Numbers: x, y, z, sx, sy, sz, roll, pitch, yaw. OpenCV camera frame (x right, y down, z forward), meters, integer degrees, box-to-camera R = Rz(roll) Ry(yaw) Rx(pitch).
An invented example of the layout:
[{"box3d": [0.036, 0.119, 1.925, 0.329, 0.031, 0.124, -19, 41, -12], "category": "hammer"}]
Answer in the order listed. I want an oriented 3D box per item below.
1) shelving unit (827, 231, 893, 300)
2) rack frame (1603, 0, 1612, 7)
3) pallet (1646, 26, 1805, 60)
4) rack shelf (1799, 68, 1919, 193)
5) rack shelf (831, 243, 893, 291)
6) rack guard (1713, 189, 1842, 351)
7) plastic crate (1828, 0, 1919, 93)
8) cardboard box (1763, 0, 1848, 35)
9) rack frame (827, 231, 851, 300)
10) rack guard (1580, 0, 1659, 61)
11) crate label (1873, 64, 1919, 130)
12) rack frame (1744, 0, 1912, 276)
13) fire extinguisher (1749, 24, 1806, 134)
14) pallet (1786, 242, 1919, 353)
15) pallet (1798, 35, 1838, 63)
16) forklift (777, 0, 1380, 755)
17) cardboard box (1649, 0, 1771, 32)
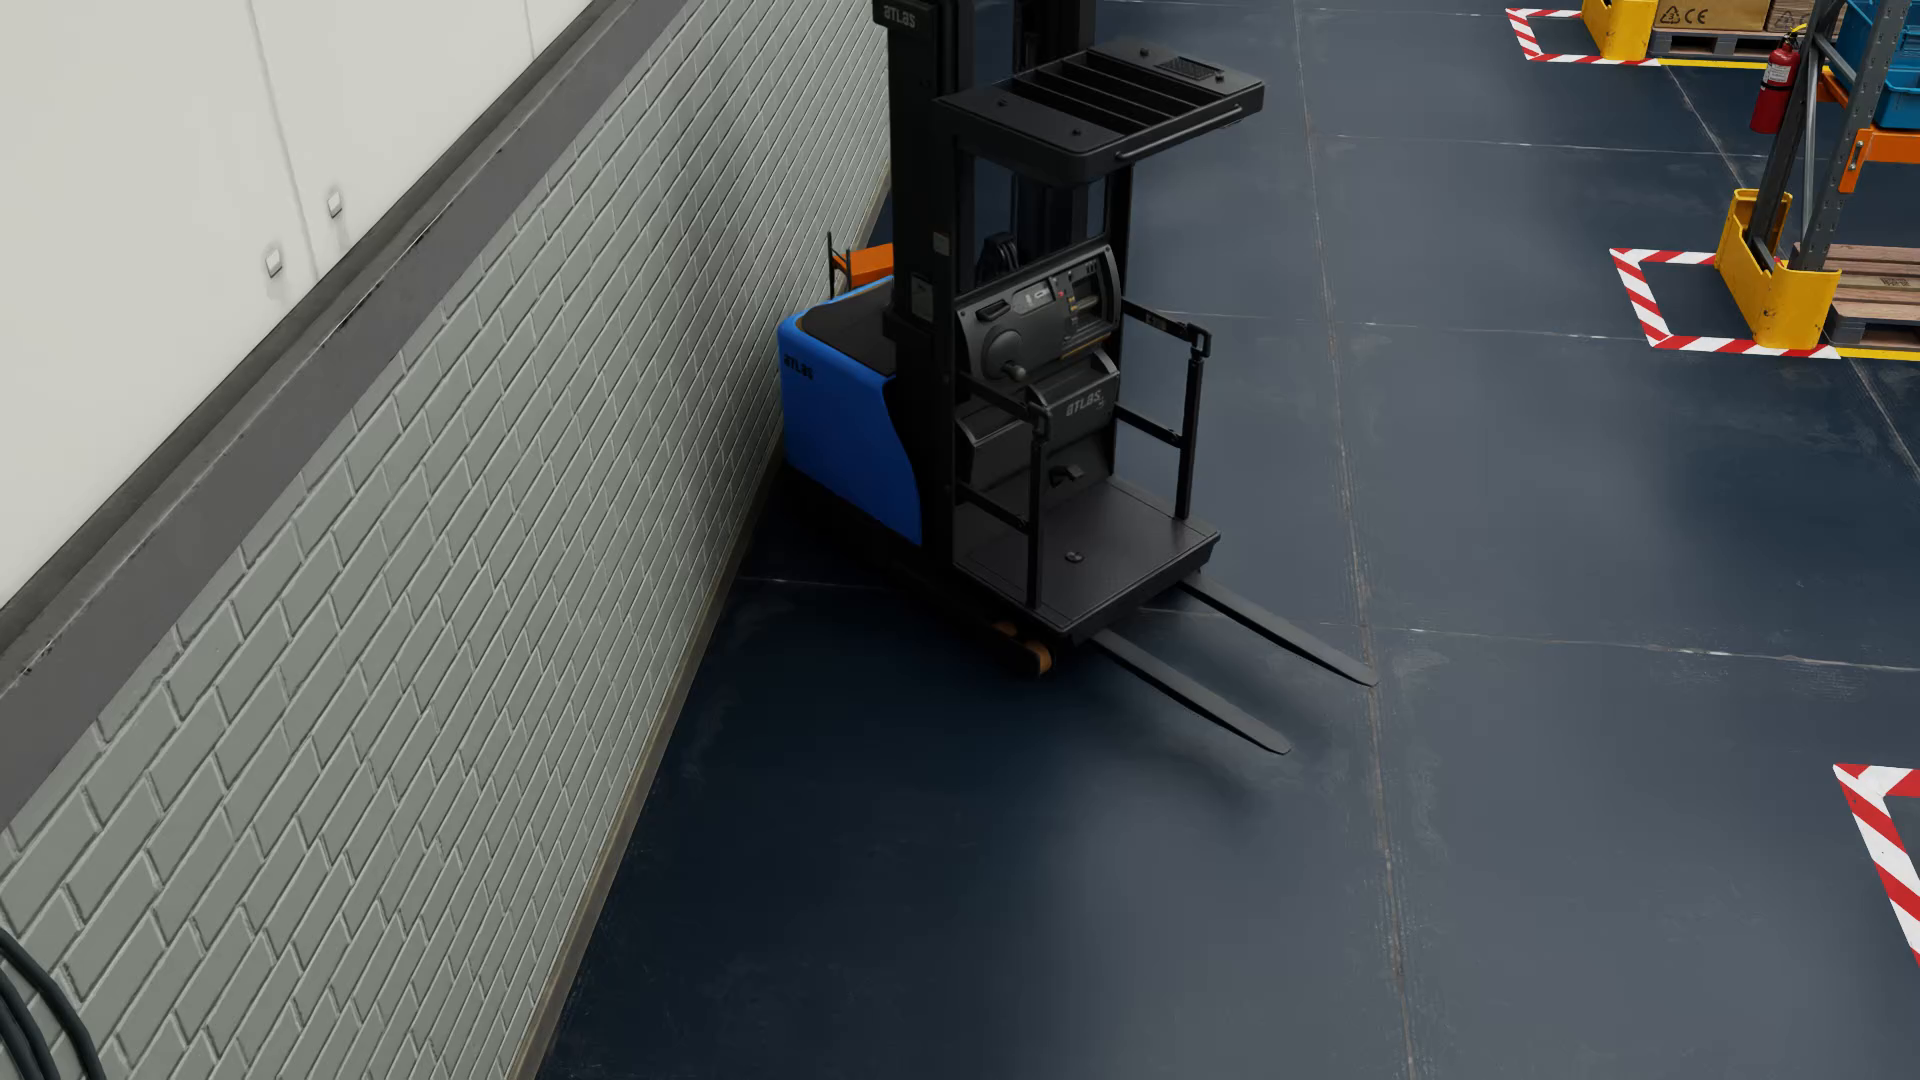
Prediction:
[{"box3d": [-0.390, -1.071, 8.717, 0.503, 1.200, 0.258, -18, 39, -23], "category": "shelving unit"}, {"box3d": [5.628, -5.544, 13.436, 0.127, 3.000, 1.000, 4, 36, 6], "category": "rack frame"}, {"box3d": [6.431, -4.395, 14.226, 1.213, 0.211, 1.003, 4, 36, 6], "category": "pallet"}, {"box3d": [6.981, -2.250, 9.439, 4.000, 0.370, 1.077, 4, 36, 6], "category": "rack shelf"}, {"box3d": [-0.390, -1.391, 8.489, 0.480, 0.148, 0.258, -18, 39, -23], "category": "rack shelf"}, {"box3d": [4.971, -1.667, 10.156, 0.348, 0.500, 1.175, 4, 36, 6], "category": "rack guard"}, {"box3d": [5.353, -2.812, 9.526, 0.499, 0.435, 0.616, 4, 36, 6], "category": "plastic crate"}, {"box3d": [7.175, -4.782, 13.835, 0.875, 0.875, 0.875, 4, 36, 6], "category": "cardboard box"}, {"box3d": [-0.605, -1.003, 8.622, 0.015, 1.200, 0.240, -18, 39, -23], "category": "rack frame"}, {"box3d": [5.604, -4.528, 14.165, 0.348, 0.500, 1.175, 4, 36, 6], "category": "rack guard"}, {"box3d": [5.200, -2.439, 9.177, 0.303, 0.233, 0.416, 4, 36, 6], "category": "crate label"}, {"box3d": [4.997, -2.690, 9.437, 0.127, 3.000, 1.000, 4, 36, 6], "category": "rack frame"}, {"box3d": [4.905, -2.780, 9.951, 0.183, 0.674, 0.296, 4, 36, 6], "category": "fire extinguisher"}, {"box3d": [5.810, -1.472, 10.131, 1.213, 0.211, 1.003, 4, 36, 6], "category": "pallet"}, {"box3d": [7.637, -4.303, 14.098, 1.213, 0.211, 1.003, 4, 36, 6], "category": "pallet"}, {"box3d": [0.496, -0.923, 7.020, 1.130, 2.935, 3.031, -29, 45, -34], "category": "forklift"}, {"box3d": [6.273, -4.849, 13.930, 0.875, 0.875, 0.875, 4, 36, 6], "category": "cardboard box"}]
